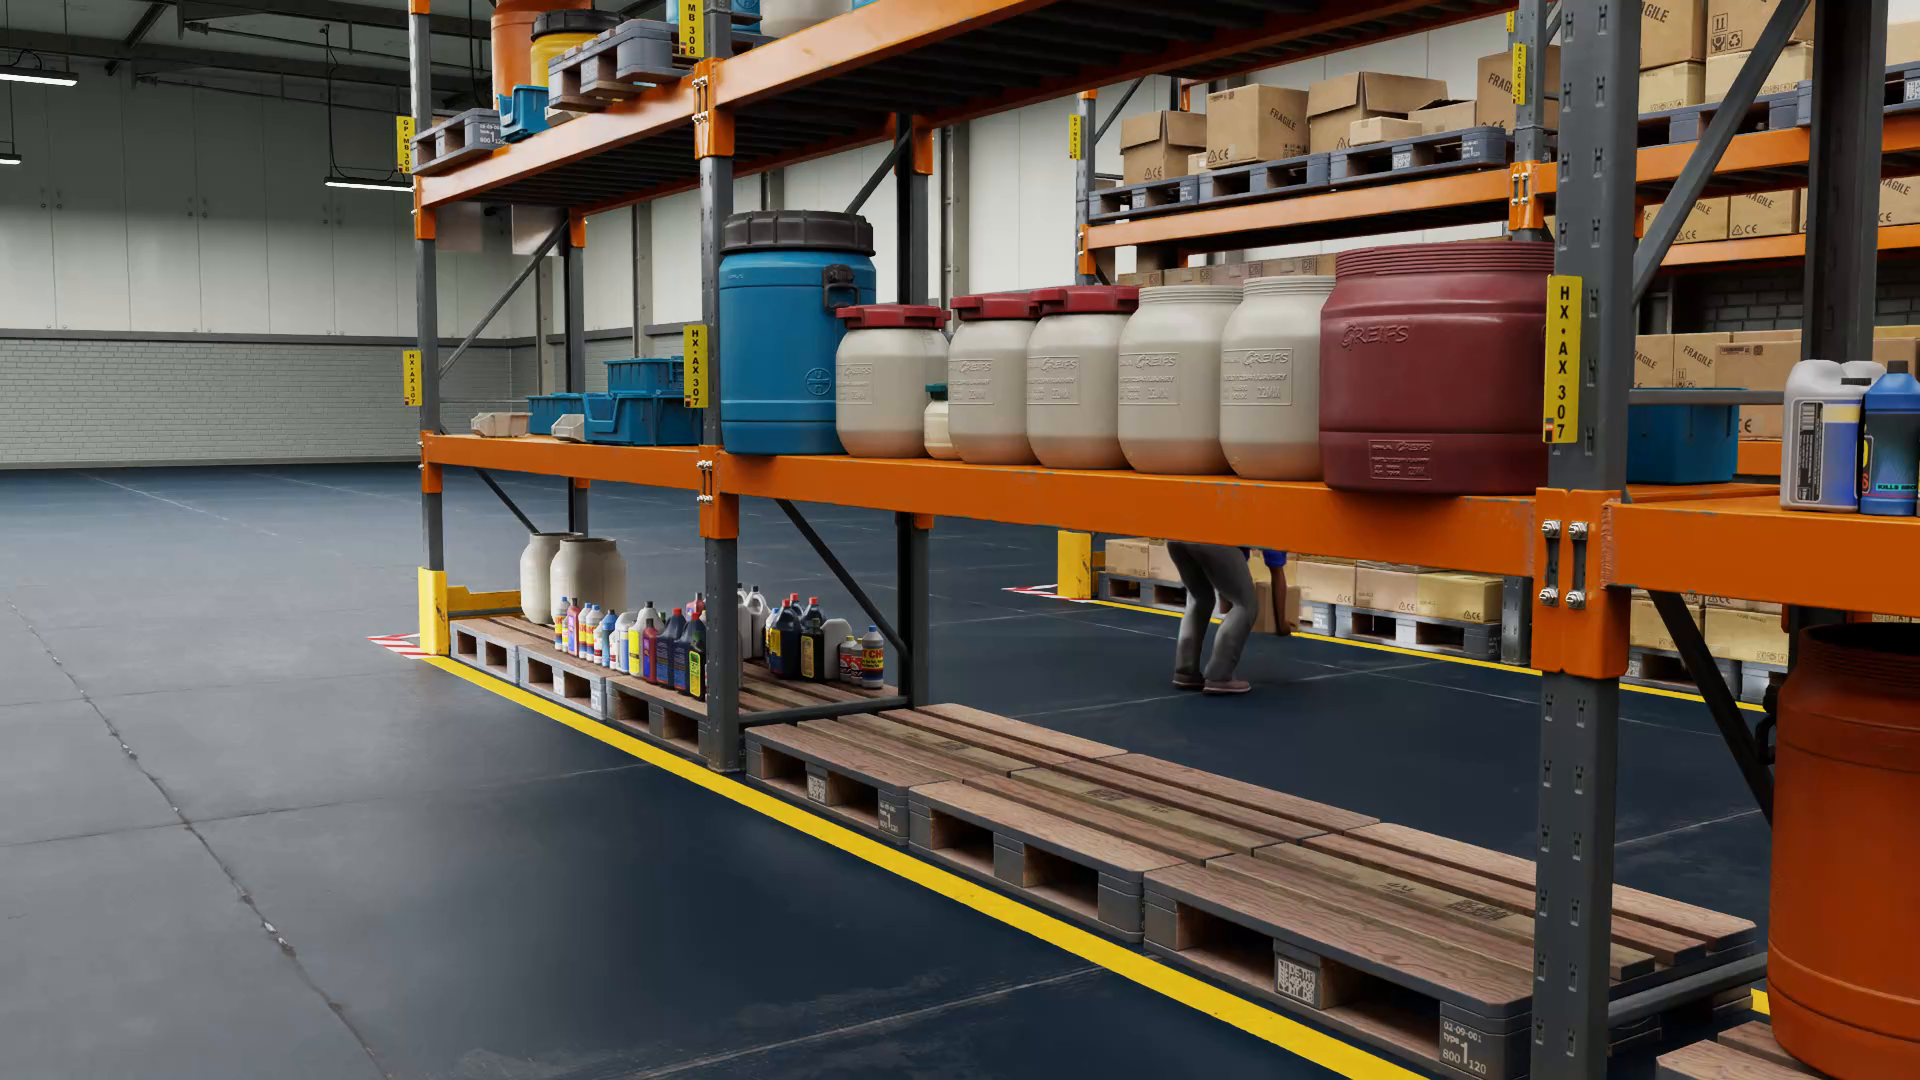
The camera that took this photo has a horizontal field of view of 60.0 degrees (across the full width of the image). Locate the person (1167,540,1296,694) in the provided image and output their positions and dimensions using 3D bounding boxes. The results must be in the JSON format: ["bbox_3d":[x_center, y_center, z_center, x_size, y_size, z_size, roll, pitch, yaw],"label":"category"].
[{"bbox_3d":[1.477,0.259,8.759,0.876,1.038,0.429,-3,6,-36],"label":"person"}]
